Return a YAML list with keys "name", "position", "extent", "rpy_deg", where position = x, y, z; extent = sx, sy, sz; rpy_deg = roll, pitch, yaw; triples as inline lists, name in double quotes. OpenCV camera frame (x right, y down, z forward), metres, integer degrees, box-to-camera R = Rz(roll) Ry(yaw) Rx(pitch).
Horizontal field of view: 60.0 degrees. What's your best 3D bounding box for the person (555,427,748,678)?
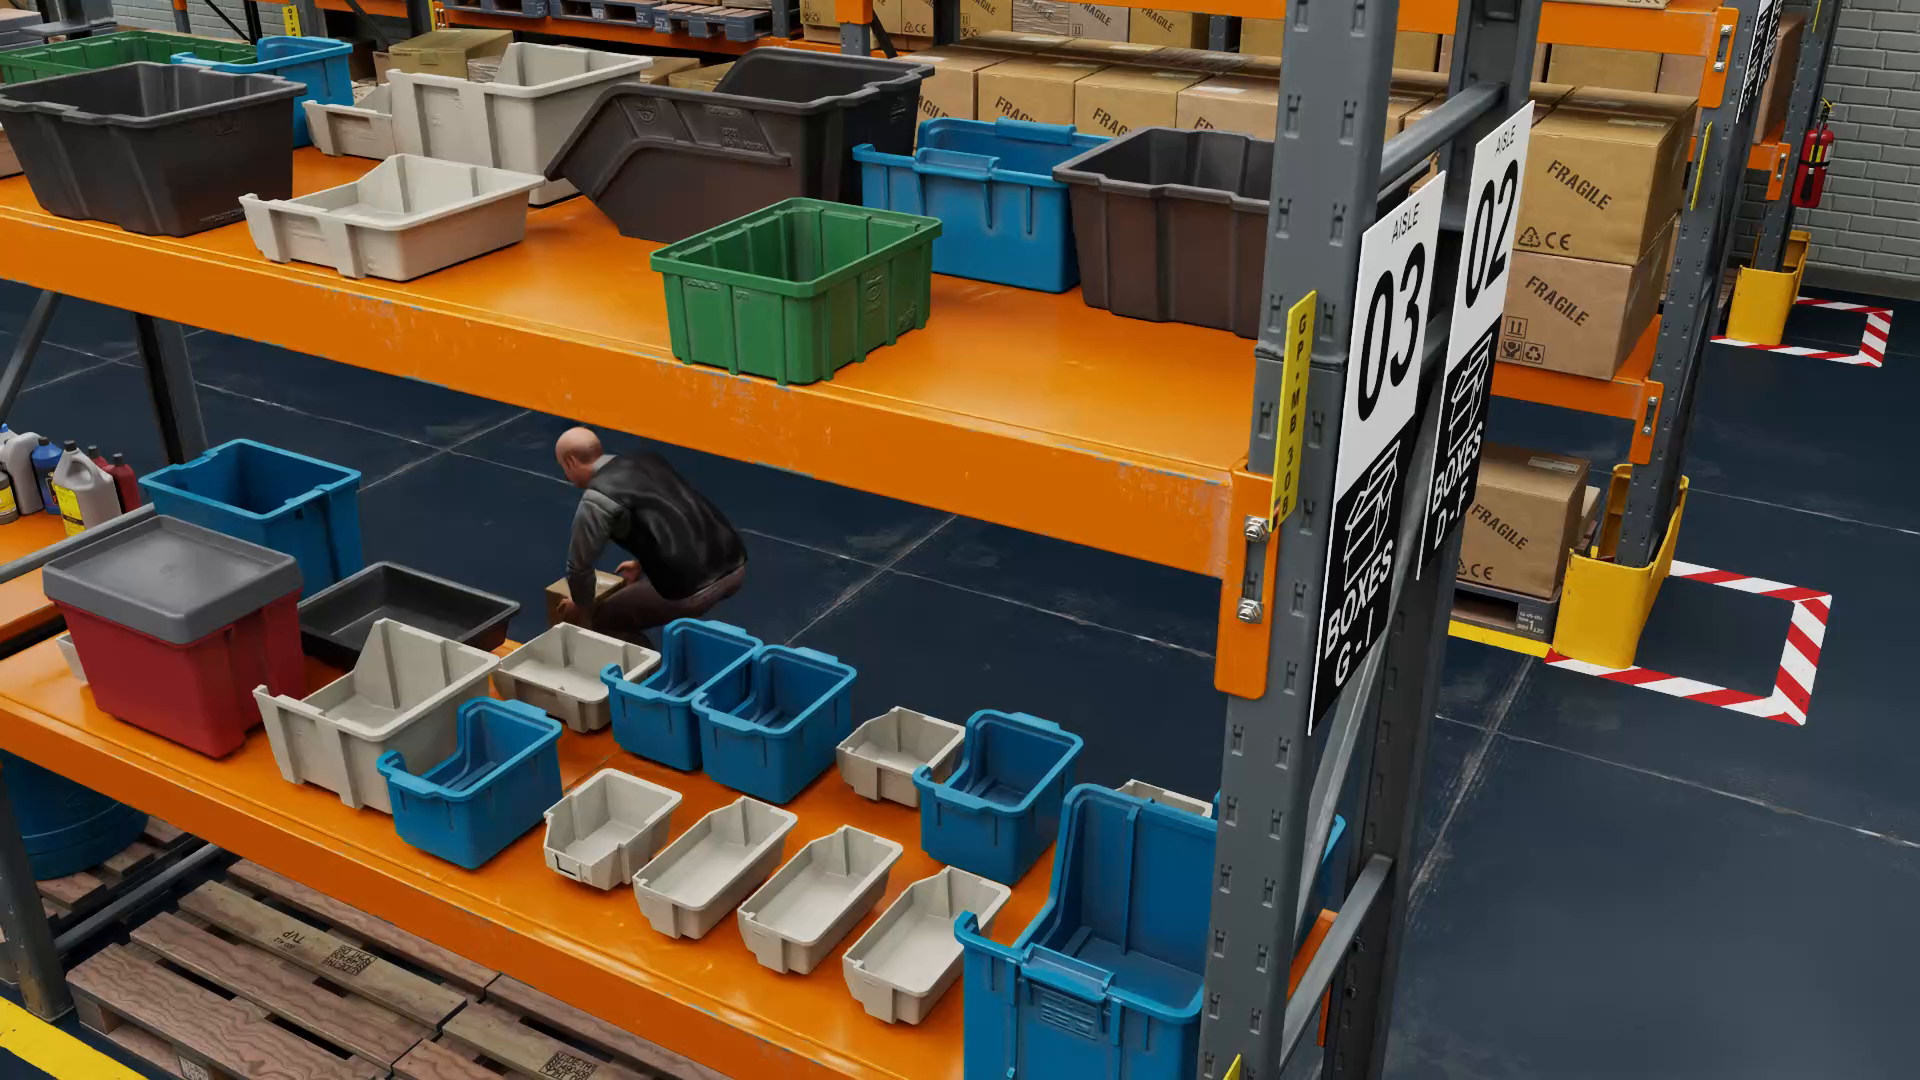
- name: "person"
  position: [-1.300, 0.145, 6.936]
  extent: [0.797, 1.205, 0.579]
  rpy_deg: [14, 30, 26]
